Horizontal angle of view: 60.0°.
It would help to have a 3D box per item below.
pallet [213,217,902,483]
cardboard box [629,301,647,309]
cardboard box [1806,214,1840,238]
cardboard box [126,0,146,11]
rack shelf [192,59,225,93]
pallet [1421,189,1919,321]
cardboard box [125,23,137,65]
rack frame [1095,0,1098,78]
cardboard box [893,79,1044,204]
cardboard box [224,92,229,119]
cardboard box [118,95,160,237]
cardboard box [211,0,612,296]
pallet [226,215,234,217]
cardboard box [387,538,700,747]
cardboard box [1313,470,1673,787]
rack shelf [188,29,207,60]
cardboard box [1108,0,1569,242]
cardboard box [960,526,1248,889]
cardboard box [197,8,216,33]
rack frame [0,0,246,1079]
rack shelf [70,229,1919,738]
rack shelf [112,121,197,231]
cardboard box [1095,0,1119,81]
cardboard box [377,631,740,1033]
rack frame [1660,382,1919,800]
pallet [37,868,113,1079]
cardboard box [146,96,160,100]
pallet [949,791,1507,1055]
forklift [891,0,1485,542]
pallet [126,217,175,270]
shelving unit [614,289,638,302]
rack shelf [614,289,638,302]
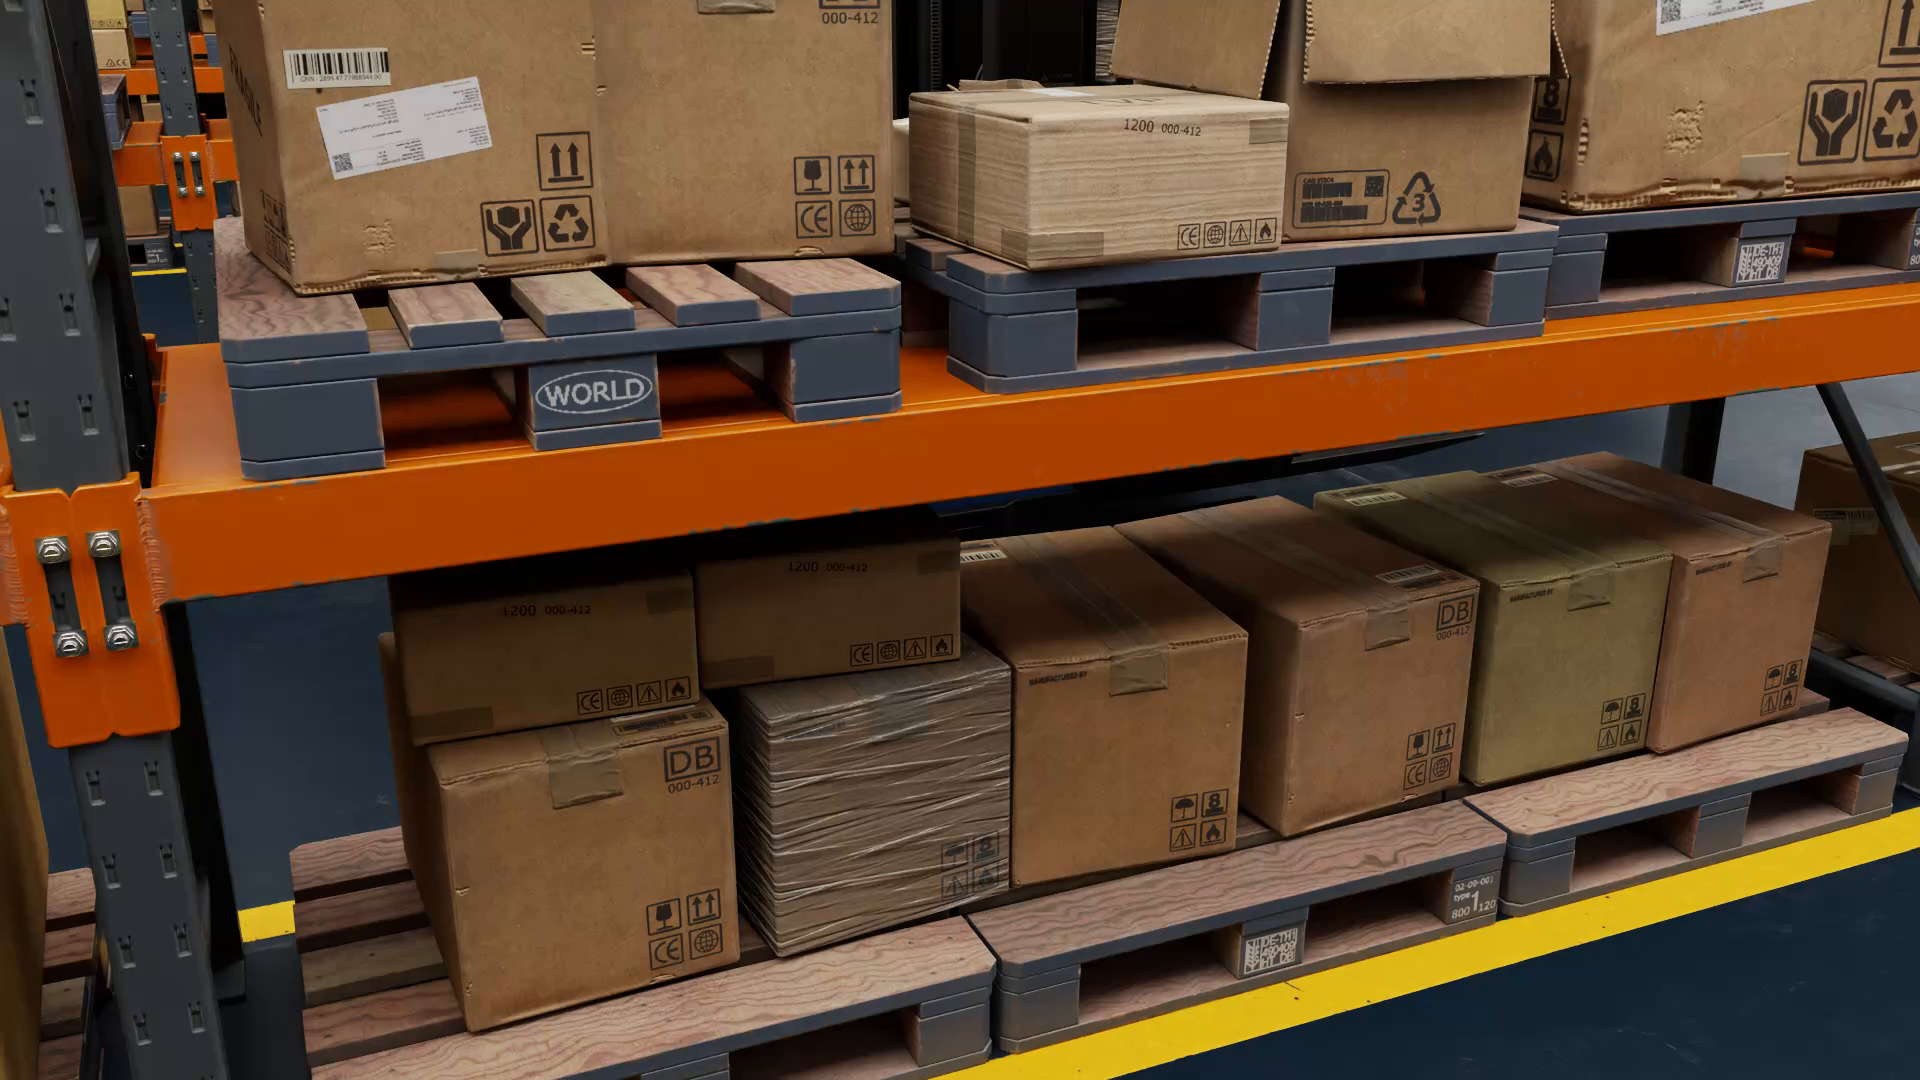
[{"bbox_3d":[-0.783,-0.424,3.000,1.003,0.211,1.213,-8,21,-22],"label":"pallet"},{"bbox_3d":[-1.871,-1.220,7.726,0.750,0.750,1.050,-8,21,-21],"label":"cardboard box"},{"bbox_3d":[2.358,-0.914,4.480,0.250,0.149,0.380,-8,21,-22],"label":"cardboard box"},{"bbox_3d":[-7.825,-5.149,15.346,0.500,0.500,0.500,-7,21,-19],"label":"cardboard box"},{"bbox_3d":[-3.484,-3.334,12.059,4.000,0.370,1.077,-8,21,-22],"label":"rack shelf"},{"bbox_3d":[1.518,-0.768,3.976,1.213,0.211,1.003,-8,21,-22],"label":"pallet"},{"bbox_3d":[-5.870,-3.352,11.252,0.500,0.250,0.500,-9,21,-23],"label":"cardboard box"},{"bbox_3d":[0.405,-2.441,8.437,0.127,3.000,1.000,-8,21,-22],"label":"rack frame"},{"bbox_3d":[0.029,-0.825,3.419,0.258,0.266,0.396,-9,21,-23],"label":"cardboard box"},{"bbox_3d":[-6.712,-4.080,16.036,0.625,0.625,0.875,-7,21,-20],"label":"cardboard box"},{"bbox_3d":[-5.988,-2.541,11.289,0.875,0.875,0.875,-8,21,-22],"label":"cardboard box"},{"bbox_3d":[-0.915,-0.717,2.759,0.500,0.500,0.500,-11,22,-29],"label":"cardboard box"},{"bbox_3d":[-4.603,-2.198,11.946,1.213,0.211,1.003,-8,21,-22],"label":"pallet"},{"bbox_3d":[-0.792,0.132,3.103,0.500,0.250,0.500,-7,21,-20],"label":"cardboard box"},{"bbox_3d":[1.260,0.188,4.073,0.500,0.500,0.700,-8,21,-22],"label":"cardboard box"},{"bbox_3d":[-5.454,-4.848,16.356,4.000,0.370,1.077,-8,21,-22],"label":"rack shelf"},{"bbox_3d":[0.722,-0.905,3.289,0.637,0.503,0.797,-6,20,-16],"label":"cardboard box"},{"bbox_3d":[0.234,0.335,3.655,0.500,0.500,0.700,-6,20,-17],"label":"cardboard box"},{"bbox_3d":[-4.949,-3.476,11.125,0.250,0.149,0.380,-9,22,-25],"label":"cardboard box"},{"bbox_3d":[-1.395,-0.389,2.609,0.127,3.000,1.000,-8,21,-22],"label":"rack frame"},{"bbox_3d":[0.441,-0.312,3.476,4.000,0.370,1.077,-8,21,-22],"label":"rack shelf"},{"bbox_3d":[-5.104,-1.312,6.315,4.000,0.370,1.077,-8,21,-22],"label":"rack shelf"},{"bbox_3d":[0.740,-2.564,8.560,0.550,0.550,0.875,-8,21,-22],"label":"cardboard box"},{"bbox_3d":[-0.788,0.489,3.219,0.500,0.500,0.700,-9,21,-25],"label":"cardboard box"},{"bbox_3d":[2.277,-0.915,4.104,0.127,3.000,1.000,-8,21,-22],"label":"rack frame"},{"bbox_3d":[-2.149,1.007,2.843,1.213,0.211,1.003,-8,21,-22],"label":"pallet"},{"bbox_3d":[-7.788,-3.973,15.920,0.500,0.500,0.500,-7,21,-20],"label":"cardboard box"},{"bbox_3d":[0.441,0.665,3.815,1.213,0.211,1.003,-8,21,-22],"label":"pallet"},{"bbox_3d":[0.562,-1.473,5.792,3.031,2.935,1.130,-9,21,-24],"label":"forklift"},{"bbox_3d":[-6.075,-2.015,11.426,1.213,0.211,1.003,-8,21,-22],"label":"pallet"},{"bbox_3d":[-1.041,-0.399,5.349,0.503,1.200,0.258,-9,21,-24],"label":"shelving unit"},{"bbox_3d":[-1.041,-0.770,5.219,0.480,0.148,0.258,-9,21,-24],"label":"rack shelf"}]
